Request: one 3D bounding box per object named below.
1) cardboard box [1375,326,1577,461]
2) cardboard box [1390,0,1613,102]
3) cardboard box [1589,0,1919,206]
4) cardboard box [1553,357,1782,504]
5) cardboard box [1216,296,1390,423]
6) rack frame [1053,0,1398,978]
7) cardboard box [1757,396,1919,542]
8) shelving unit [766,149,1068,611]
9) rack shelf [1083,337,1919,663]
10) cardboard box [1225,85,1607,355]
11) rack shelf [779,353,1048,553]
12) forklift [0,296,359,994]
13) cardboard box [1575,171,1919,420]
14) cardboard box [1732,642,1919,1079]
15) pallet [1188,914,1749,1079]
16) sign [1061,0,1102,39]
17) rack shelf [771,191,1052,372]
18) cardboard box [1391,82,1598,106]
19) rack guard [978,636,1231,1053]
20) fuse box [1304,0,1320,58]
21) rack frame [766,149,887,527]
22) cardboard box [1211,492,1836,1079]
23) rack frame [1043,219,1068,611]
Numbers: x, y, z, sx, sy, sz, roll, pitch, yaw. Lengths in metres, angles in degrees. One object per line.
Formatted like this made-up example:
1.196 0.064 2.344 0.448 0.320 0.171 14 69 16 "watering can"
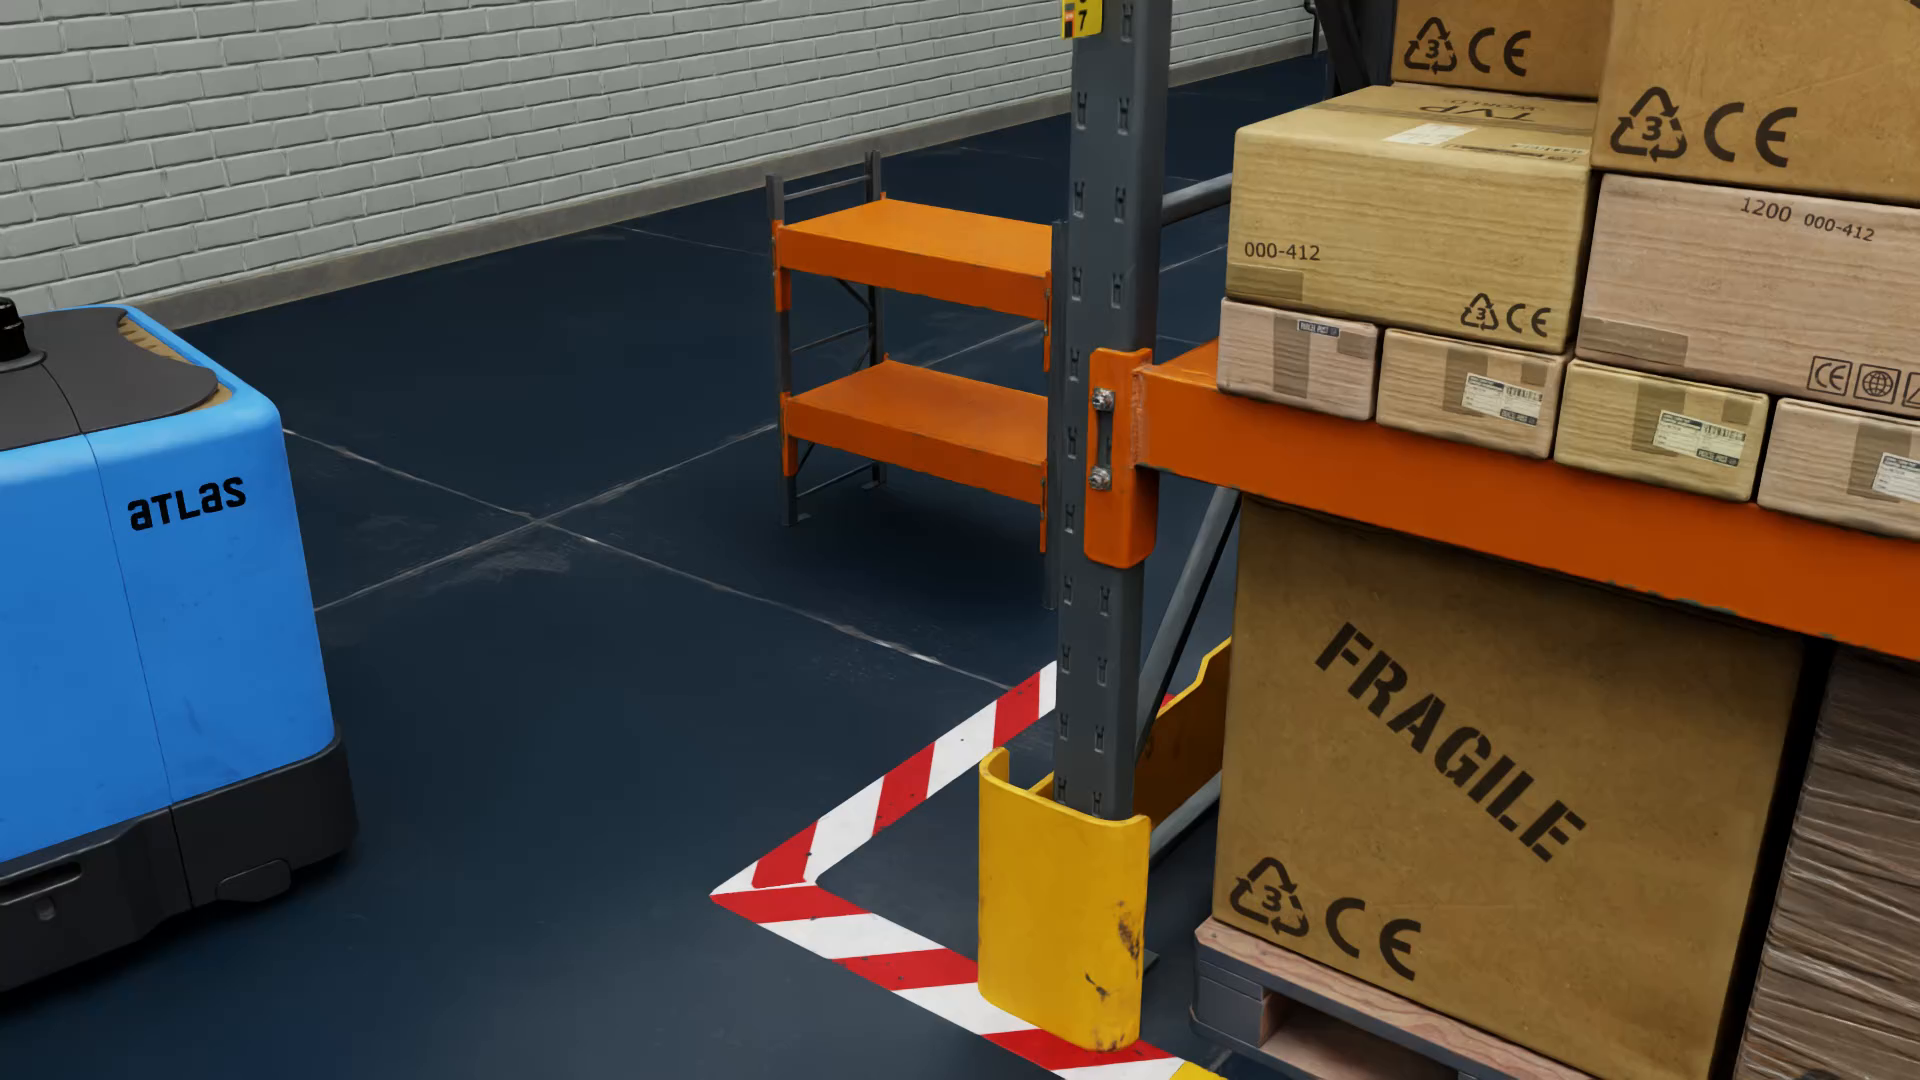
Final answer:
0.808 -0.264 2.441 0.250 0.149 0.380 16 29 33 "cardboard box"
1.063 -1.011 2.711 0.500 0.500 0.500 17 29 34 "cardboard box"
1.138 -0.720 2.050 0.500 0.500 0.500 16 28 32 "cardboard box"
1.013 -0.202 2.301 0.250 0.149 0.380 16 28 32 "cardboard box"
0.602 -0.326 2.581 0.250 0.149 0.380 17 29 34 "cardboard box"
0.516 -0.633 2.967 0.127 3.000 1.000 17 29 33 "rack frame"
1.223 -0.140 2.159 0.250 0.149 0.380 16 29 33 "cardboard box"
-0.005 -0.516 5.027 1.048 1.125 0.538 17 29 33 "shelving unit"
2.116 0.180 2.014 4.000 0.370 1.077 17 29 33 "rack shelf"
0.738 -0.497 2.476 0.500 0.250 0.500 16 28 32 "cardboard box"
-0.005 -0.293 5.125 1.000 0.278 0.538 17 29 33 "rack shelf"
-2.759 -0.390 2.499 3.031 2.935 1.130 -19 30 -37 "forklift"
1.158 -0.374 2.195 0.500 0.250 0.500 16 29 33 "cardboard box"
1.804 0.496 2.518 0.875 0.875 0.875 17 29 33 "cardboard box"
1.203 0.811 3.147 1.213 0.211 1.003 17 29 33 "pallet"
0.178 -0.888 2.373 0.005 0.325 0.100 17 29 33 "sign"
-0.005 -0.784 4.909 1.000 0.278 0.538 17 29 33 "rack shelf"
1.063 -0.669 2.865 0.500 0.250 0.500 16 29 32 "cardboard box"
0.497 0.505 3.484 0.348 0.500 1.175 17 29 33 "rack guard"
3.310 -5.239 15.019 0.414 1.711 0.539 17 29 33 "fuse box"
-0.412 -0.639 5.306 0.032 1.125 0.500 17 29 33 "rack frame"
1.076 0.276 3.018 0.875 0.875 0.875 17 29 33 "cardboard box"
0.401 -0.393 4.748 0.032 1.125 0.500 17 29 33 "rack frame"
